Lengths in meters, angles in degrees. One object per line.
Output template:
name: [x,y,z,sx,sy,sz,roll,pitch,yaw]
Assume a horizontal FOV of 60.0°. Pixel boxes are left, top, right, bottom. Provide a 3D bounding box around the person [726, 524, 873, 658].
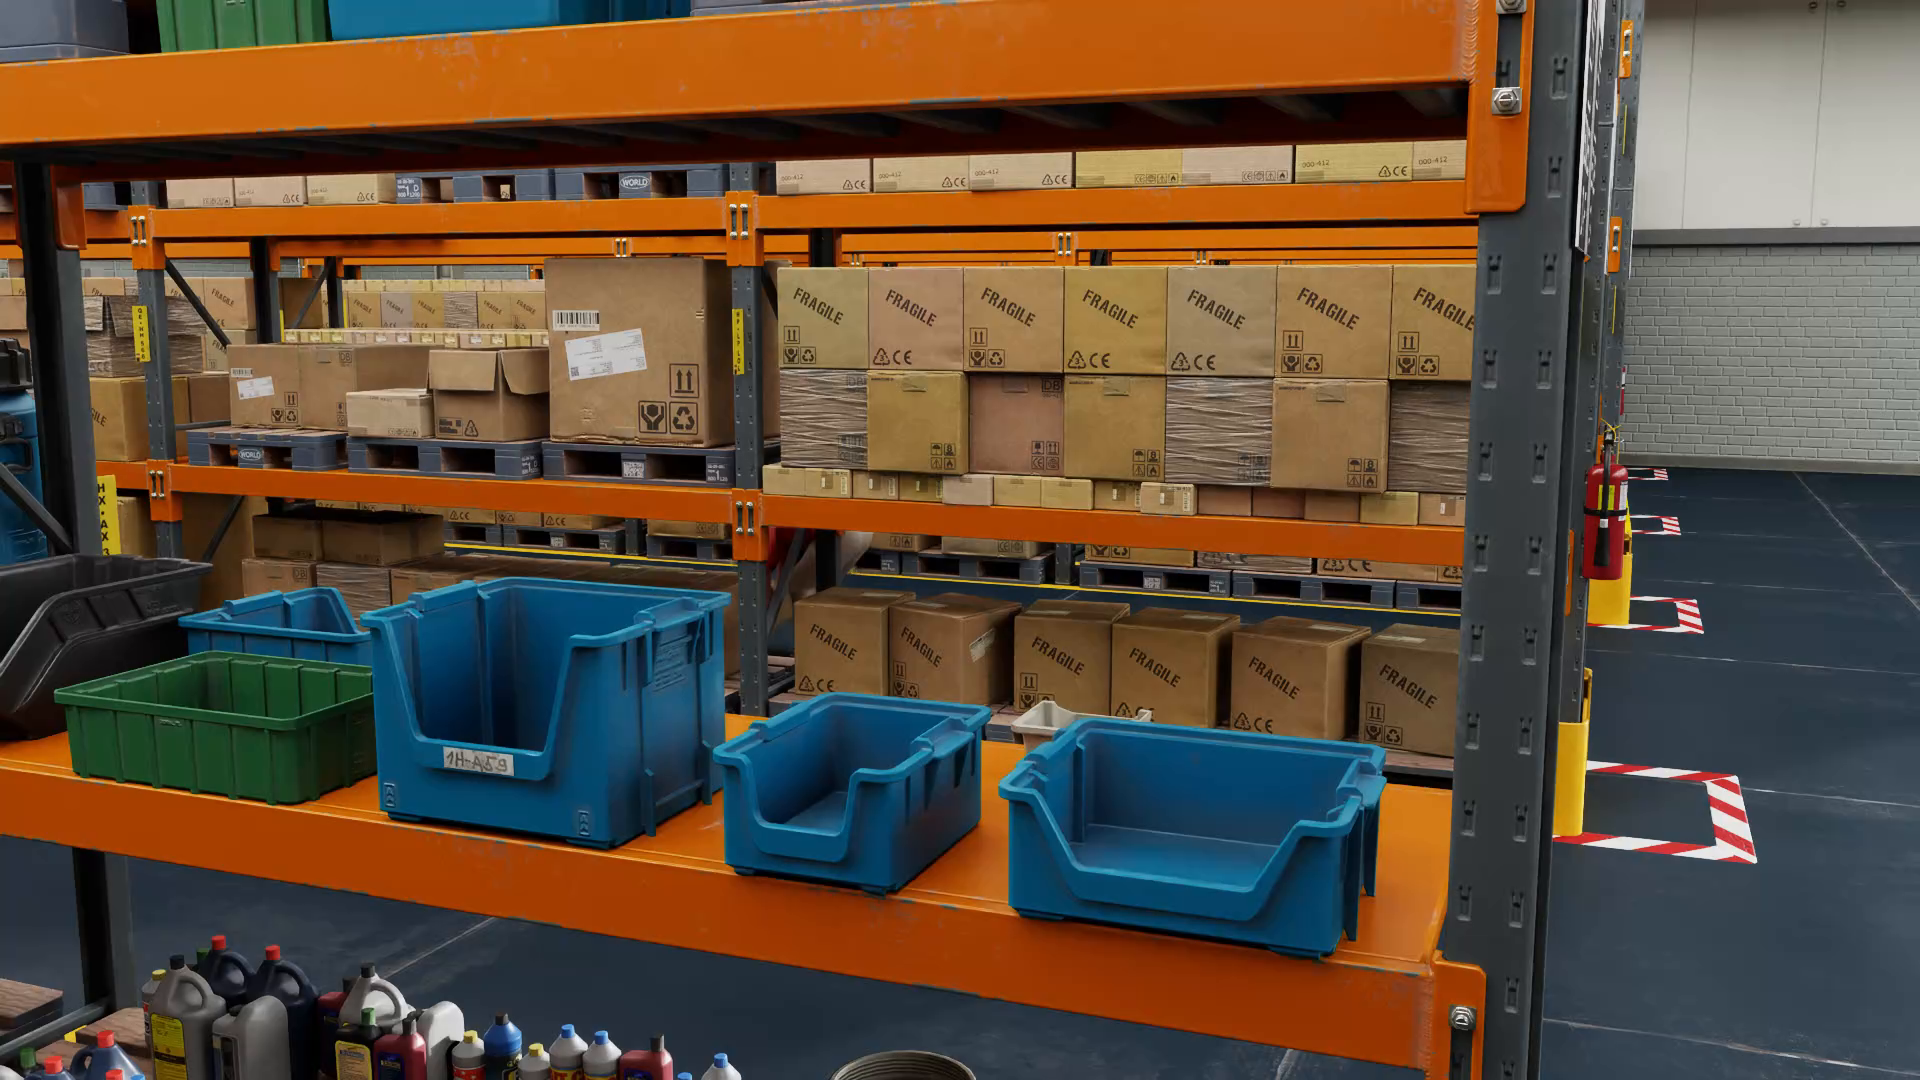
person: [-1.042,0.233,10.679,0.963,1.038,0.499,2,9,15]
